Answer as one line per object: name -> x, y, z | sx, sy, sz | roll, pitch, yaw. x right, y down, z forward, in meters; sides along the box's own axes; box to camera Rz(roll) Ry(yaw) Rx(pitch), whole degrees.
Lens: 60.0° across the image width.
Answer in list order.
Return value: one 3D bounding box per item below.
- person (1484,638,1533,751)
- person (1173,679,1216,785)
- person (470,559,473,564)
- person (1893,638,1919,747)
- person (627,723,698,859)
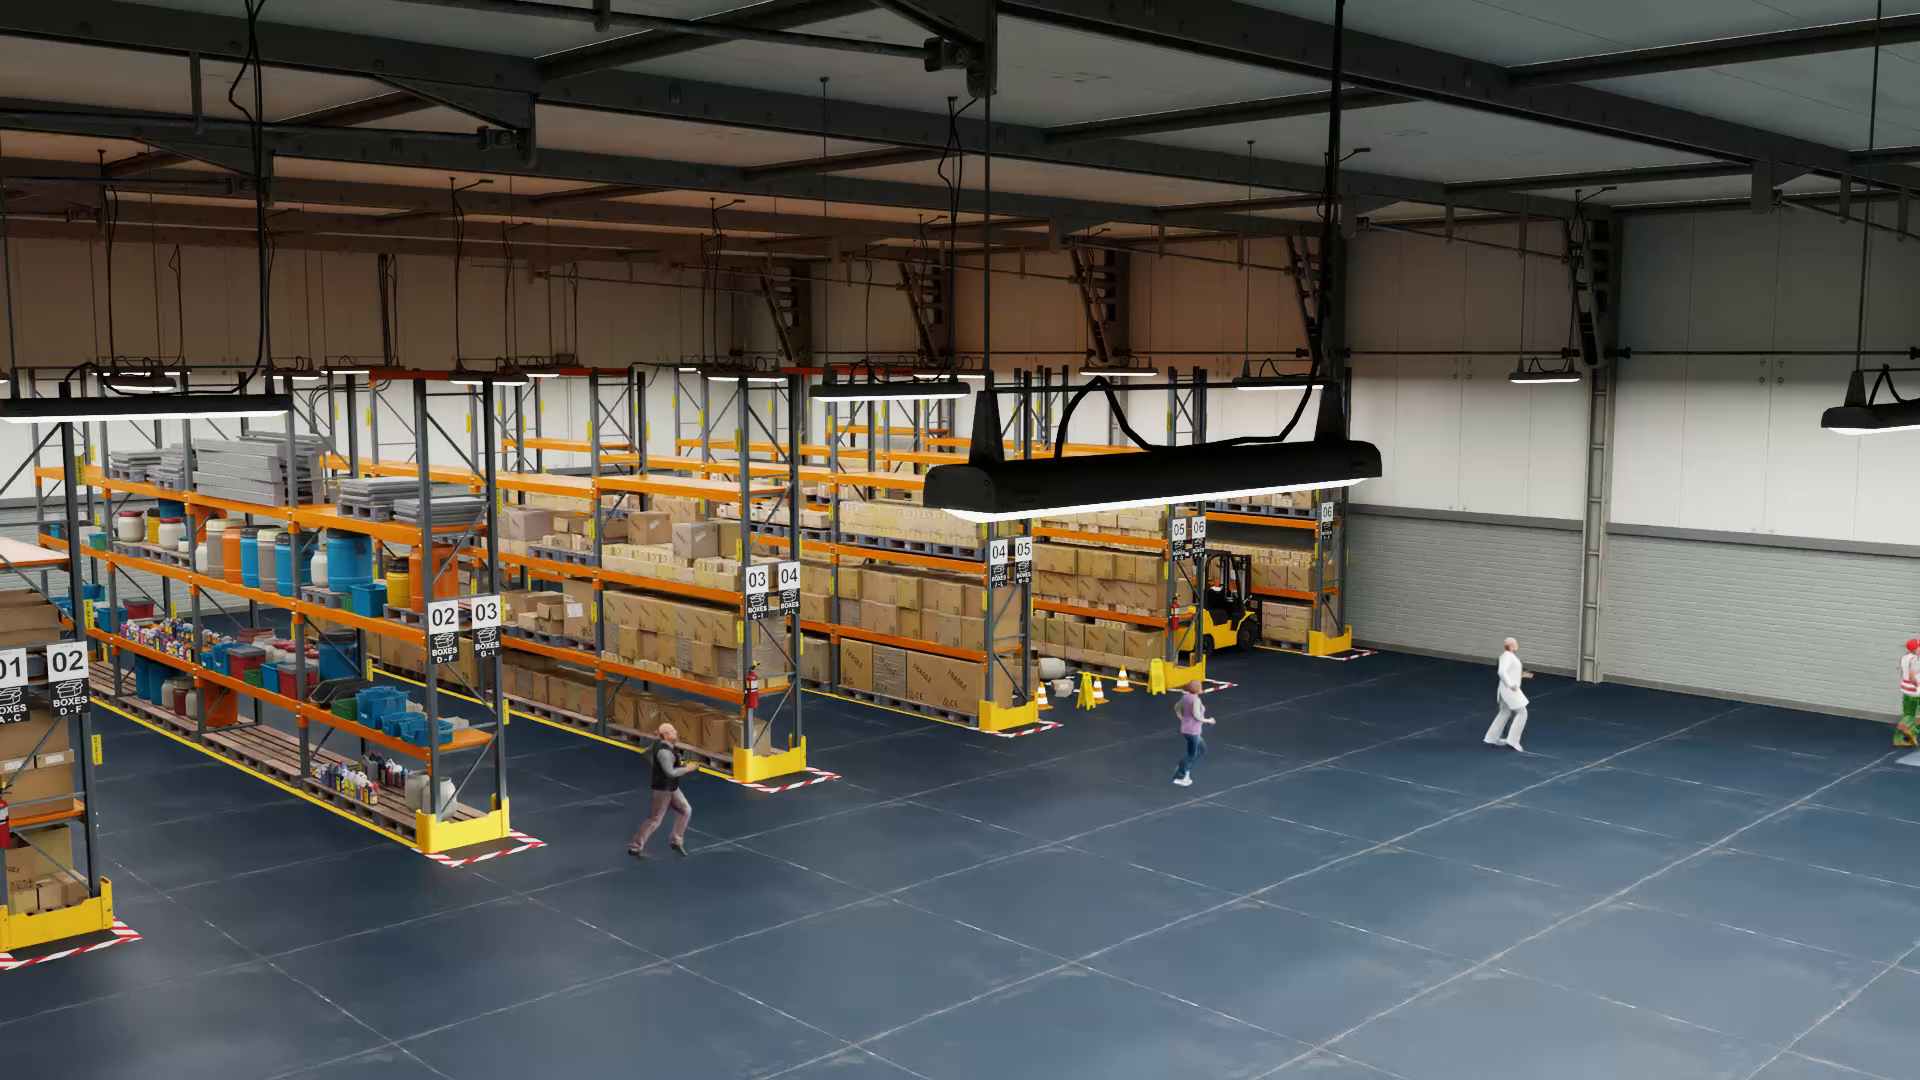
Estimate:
person -> 8.790, 2.478, 26.561 | 0.721, 1.850, 0.692 | 0, 6, 3
person -> 3.419, 2.805, 24.291 | 0.604, 1.568, 0.541 | -1, 7, -8
person -> -11.146, 1.265, 37.978 | 0.628, 1.648, 0.851 | -4, 7, -30
person -> 15.310, 2.440, 26.599 | 0.645, 1.741, 0.639 | 0, 6, -3
person -> -3.706, 3.146, 20.741 | 0.888, 1.760, 0.662 | -1, 7, -9
